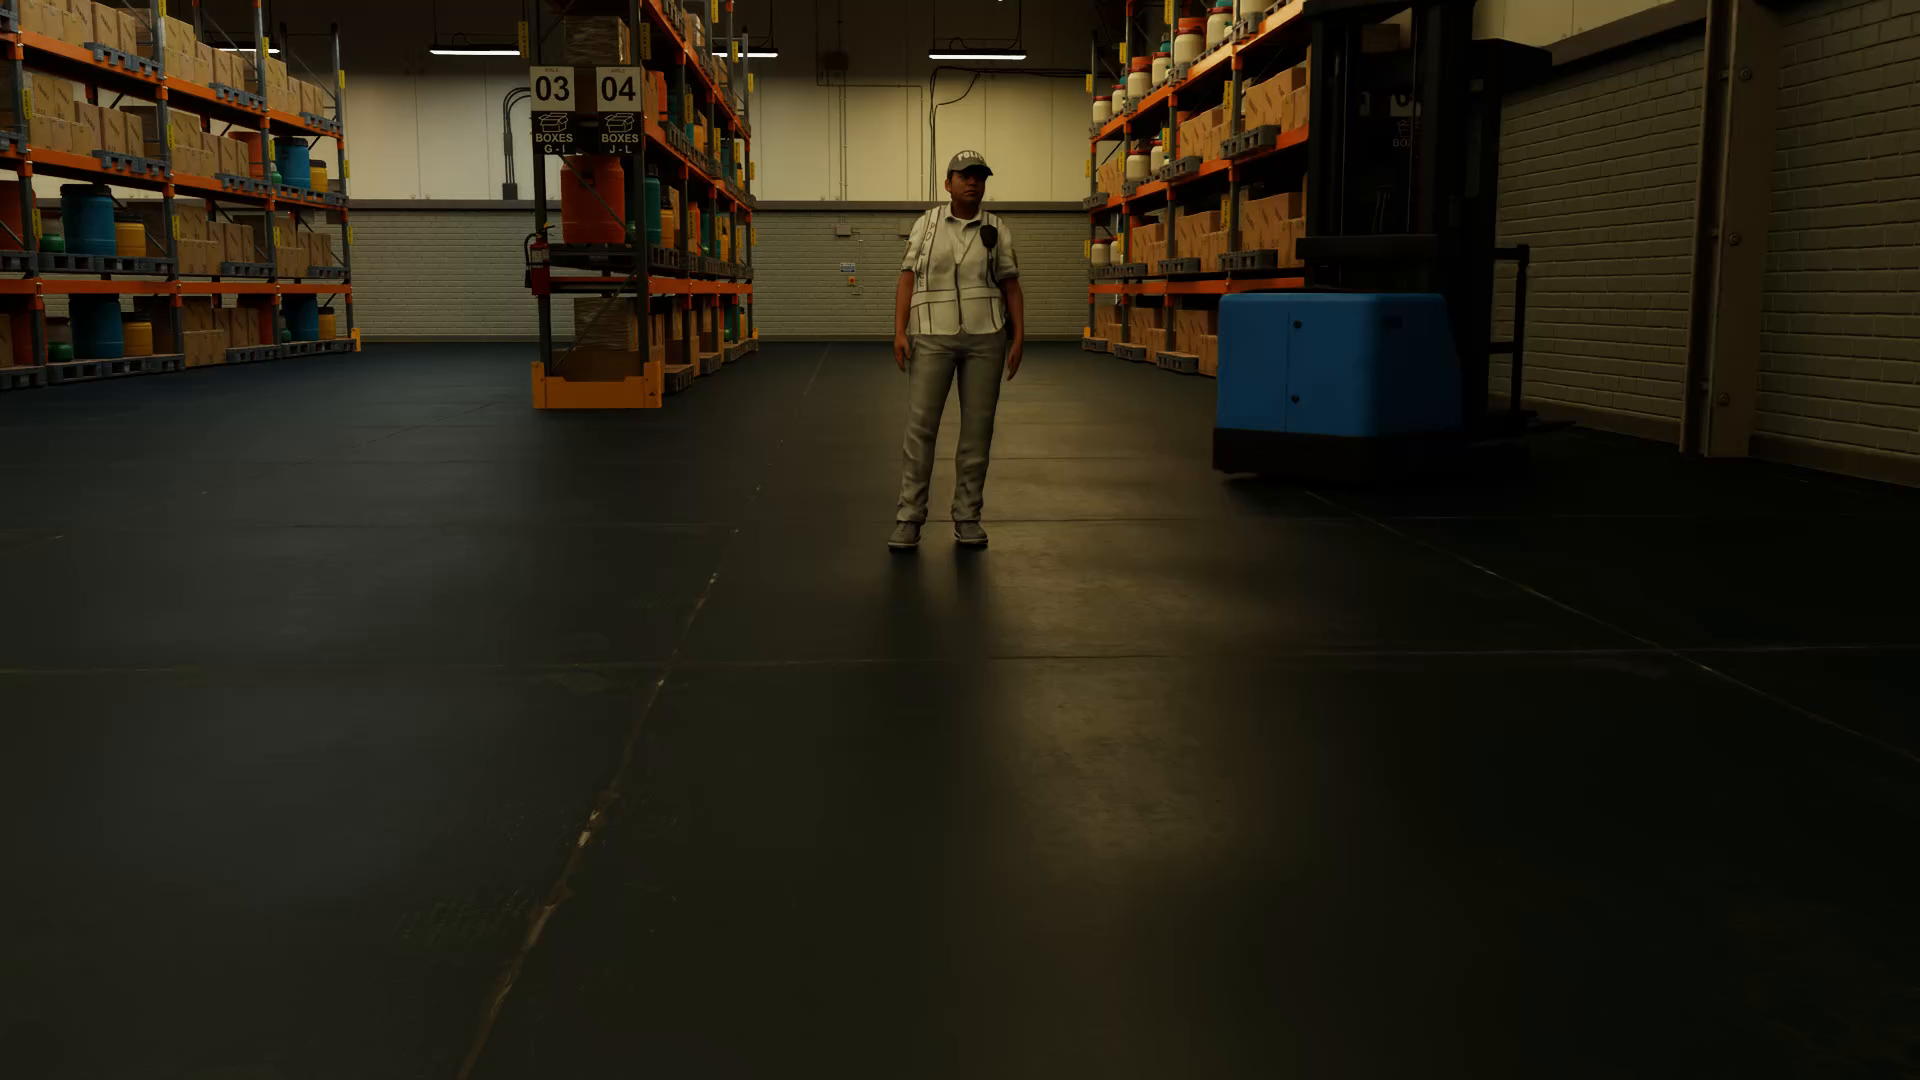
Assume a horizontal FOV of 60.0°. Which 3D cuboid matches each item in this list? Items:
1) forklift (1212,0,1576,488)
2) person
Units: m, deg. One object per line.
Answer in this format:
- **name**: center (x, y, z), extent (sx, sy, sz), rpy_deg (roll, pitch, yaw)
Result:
- **forklift**: center (2.838, -1.897, 10.105), extent (1.130, 2.935, 3.031), rpy_deg (8, 12, 43)
- **person**: center (-0.018, -0.820, 7.109), extent (0.599, 1.670, 0.529), rpy_deg (-1, 8, -4)
